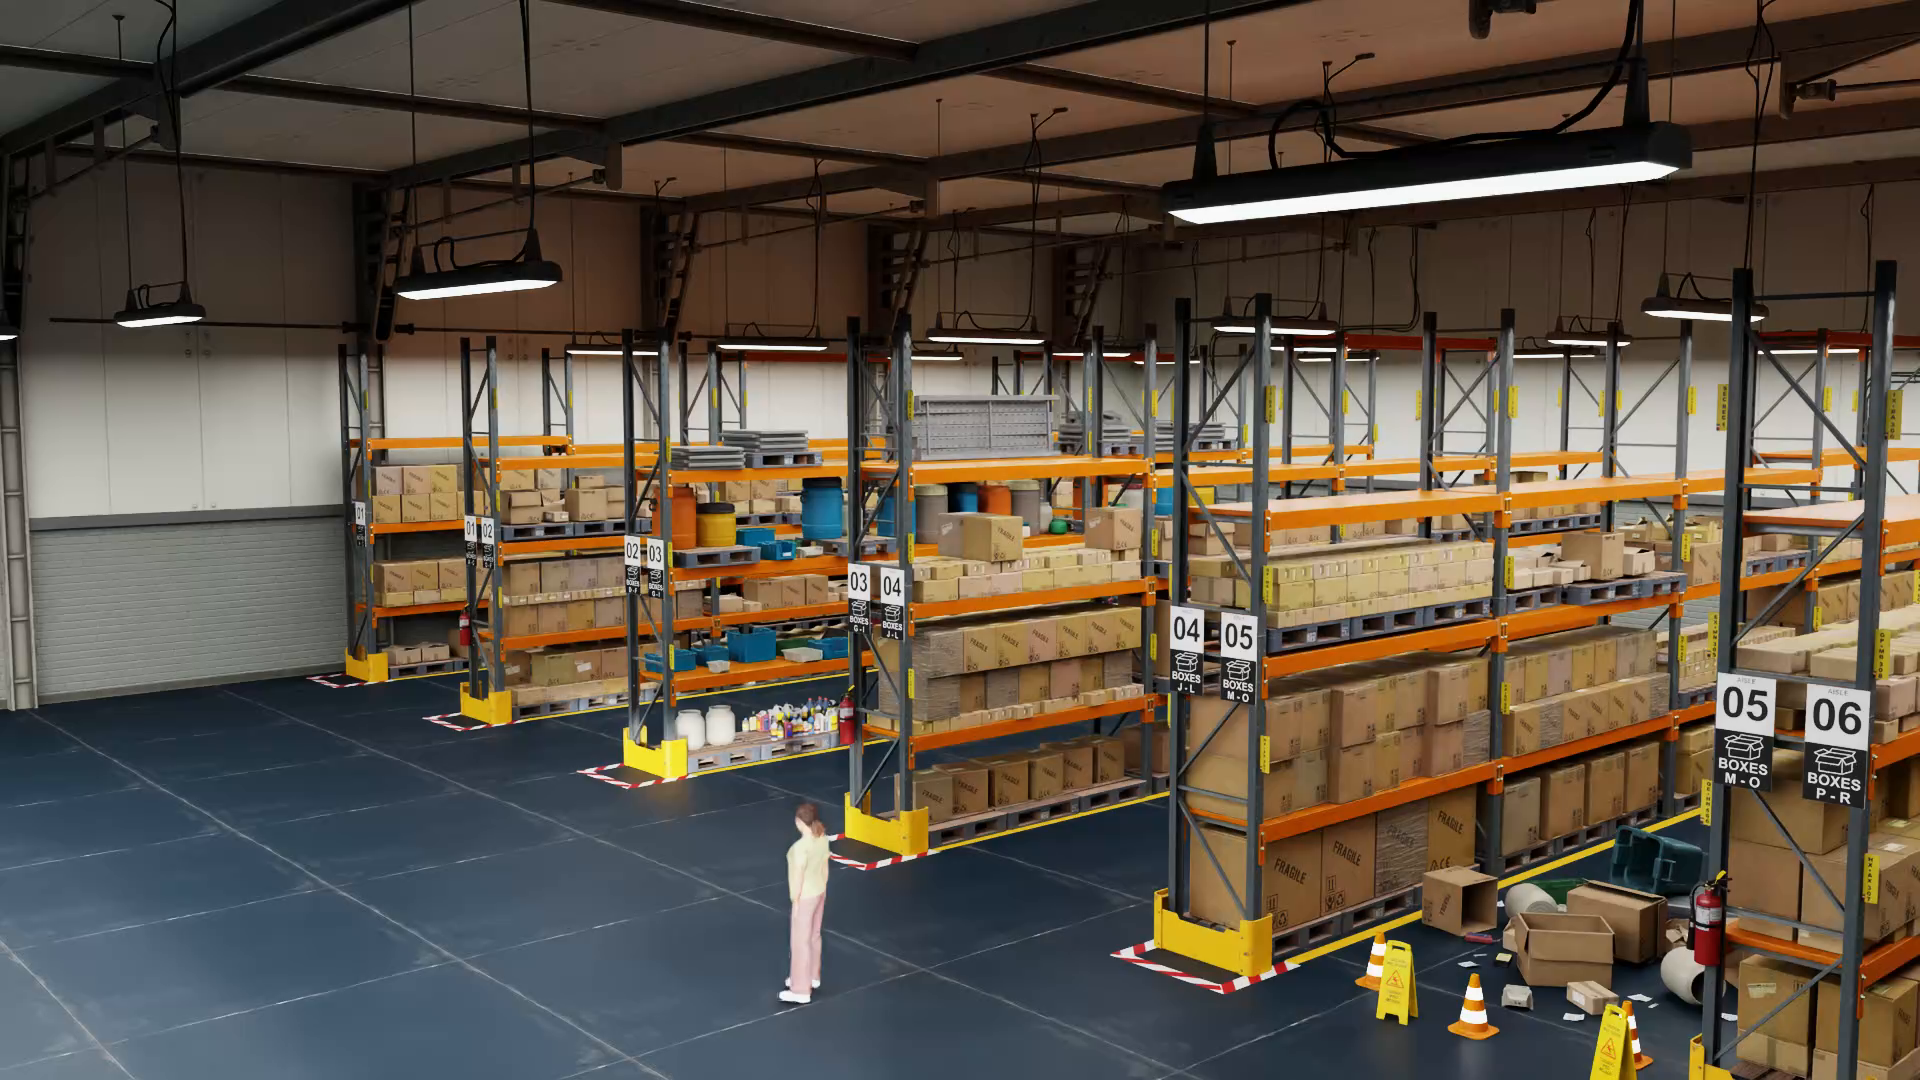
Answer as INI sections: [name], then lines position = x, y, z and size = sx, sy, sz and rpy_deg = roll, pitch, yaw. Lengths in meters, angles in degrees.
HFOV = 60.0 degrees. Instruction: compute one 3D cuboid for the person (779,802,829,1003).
[person]
position = -1.347, 3.055, 14.184
size = 0.445, 1.675, 0.515
rpy_deg = 2, 5, 17
